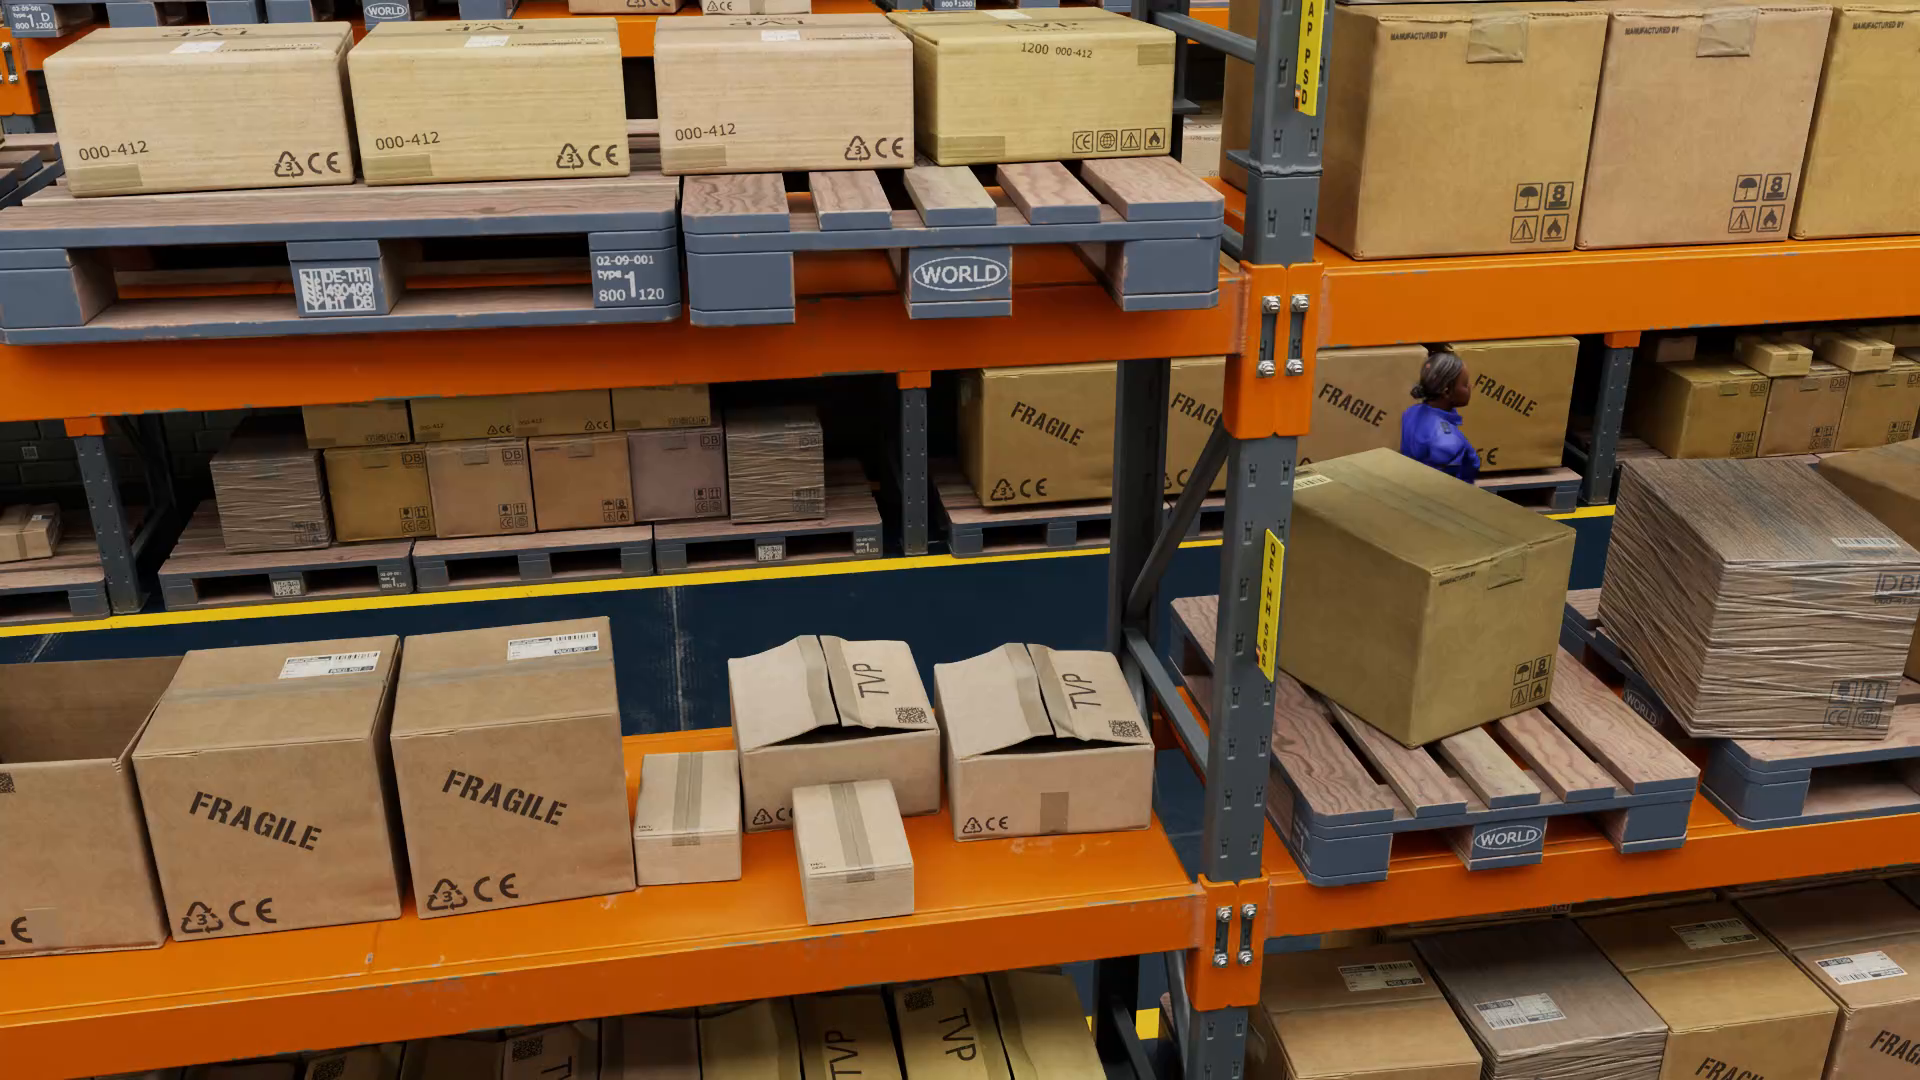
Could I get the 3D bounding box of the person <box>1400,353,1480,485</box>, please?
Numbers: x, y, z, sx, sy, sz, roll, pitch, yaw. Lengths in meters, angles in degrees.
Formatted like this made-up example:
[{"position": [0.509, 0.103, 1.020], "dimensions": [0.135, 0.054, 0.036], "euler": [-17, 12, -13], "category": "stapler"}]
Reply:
[{"position": [1.968, -0.002, 7.041], "dimensions": [0.463, 1.649, 0.466], "euler": [-3, 24, -6], "category": "person"}]
